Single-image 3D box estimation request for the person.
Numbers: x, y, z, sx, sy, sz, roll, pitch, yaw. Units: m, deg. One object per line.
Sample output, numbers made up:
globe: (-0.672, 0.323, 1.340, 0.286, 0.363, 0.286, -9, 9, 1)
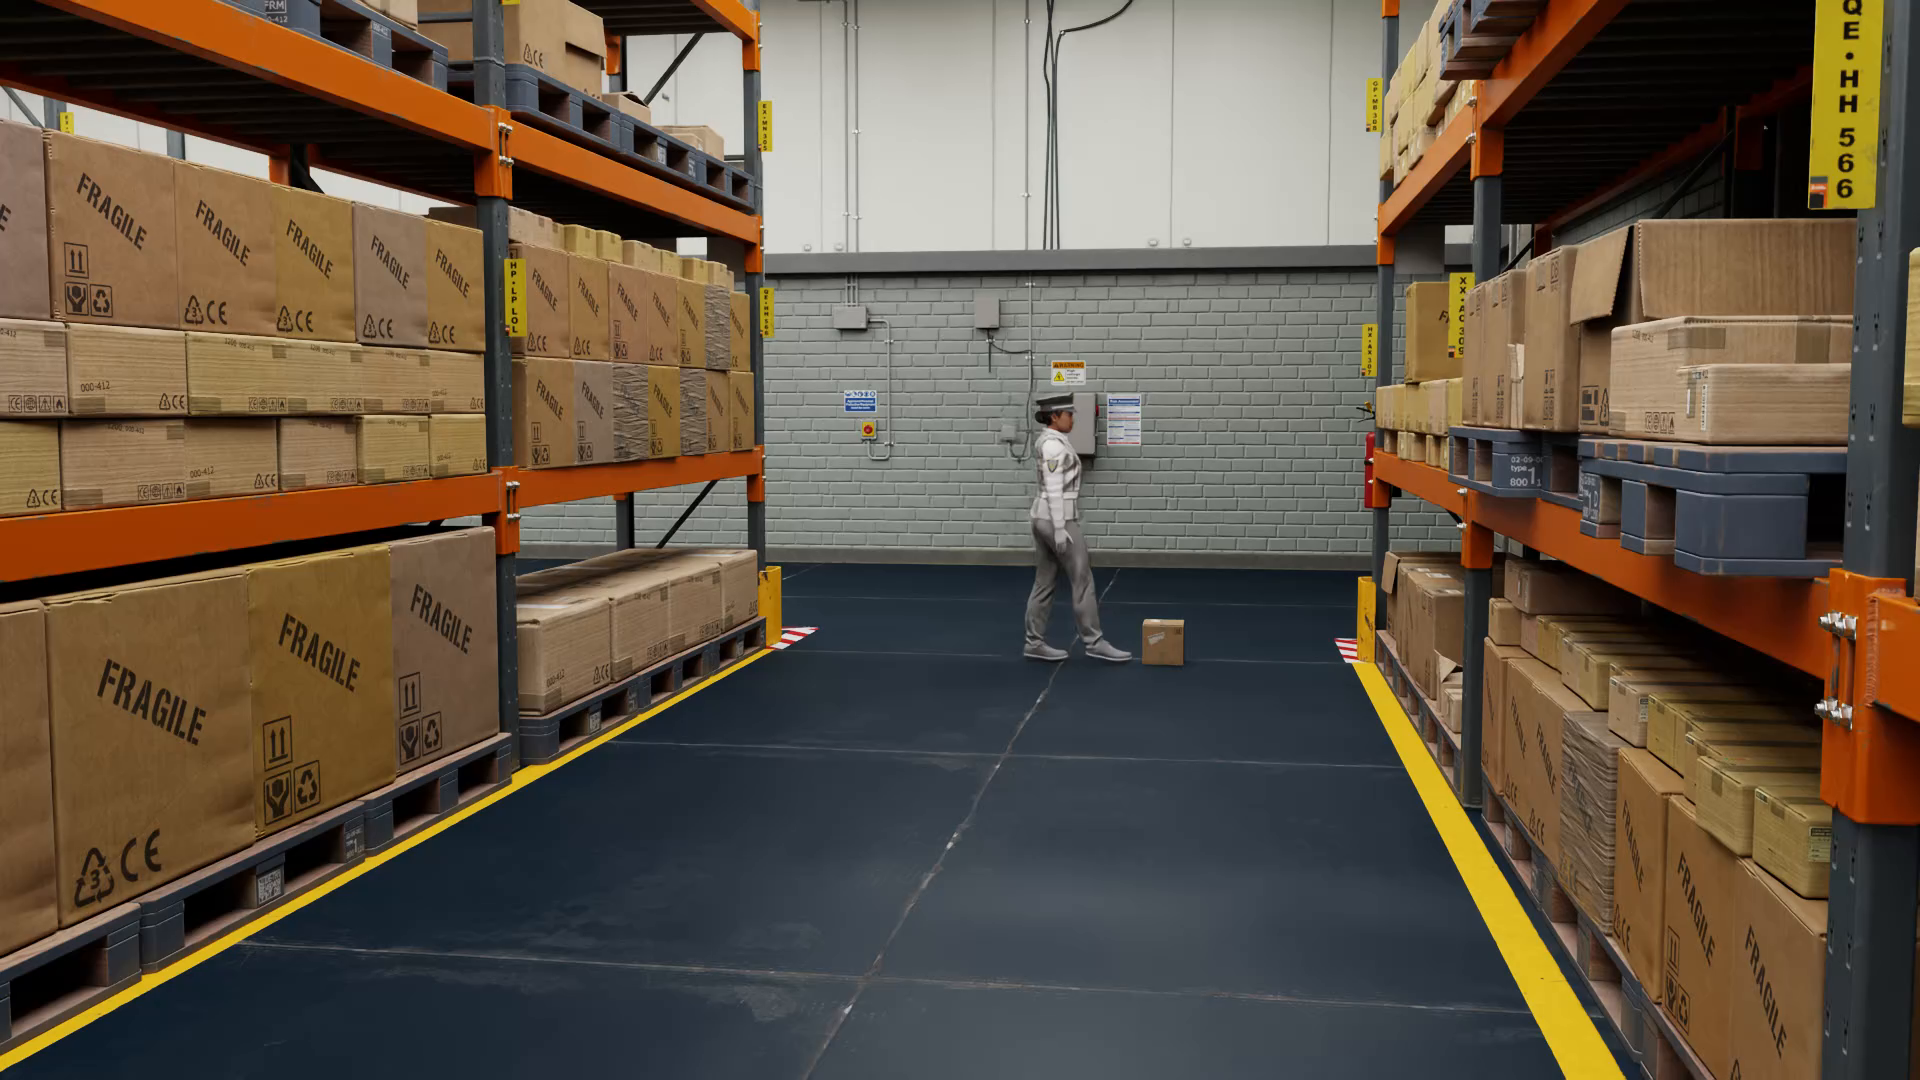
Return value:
person: (0.723, -0.087, 10.300, 0.647, 1.663, 0.507, -1, 5, -6)
